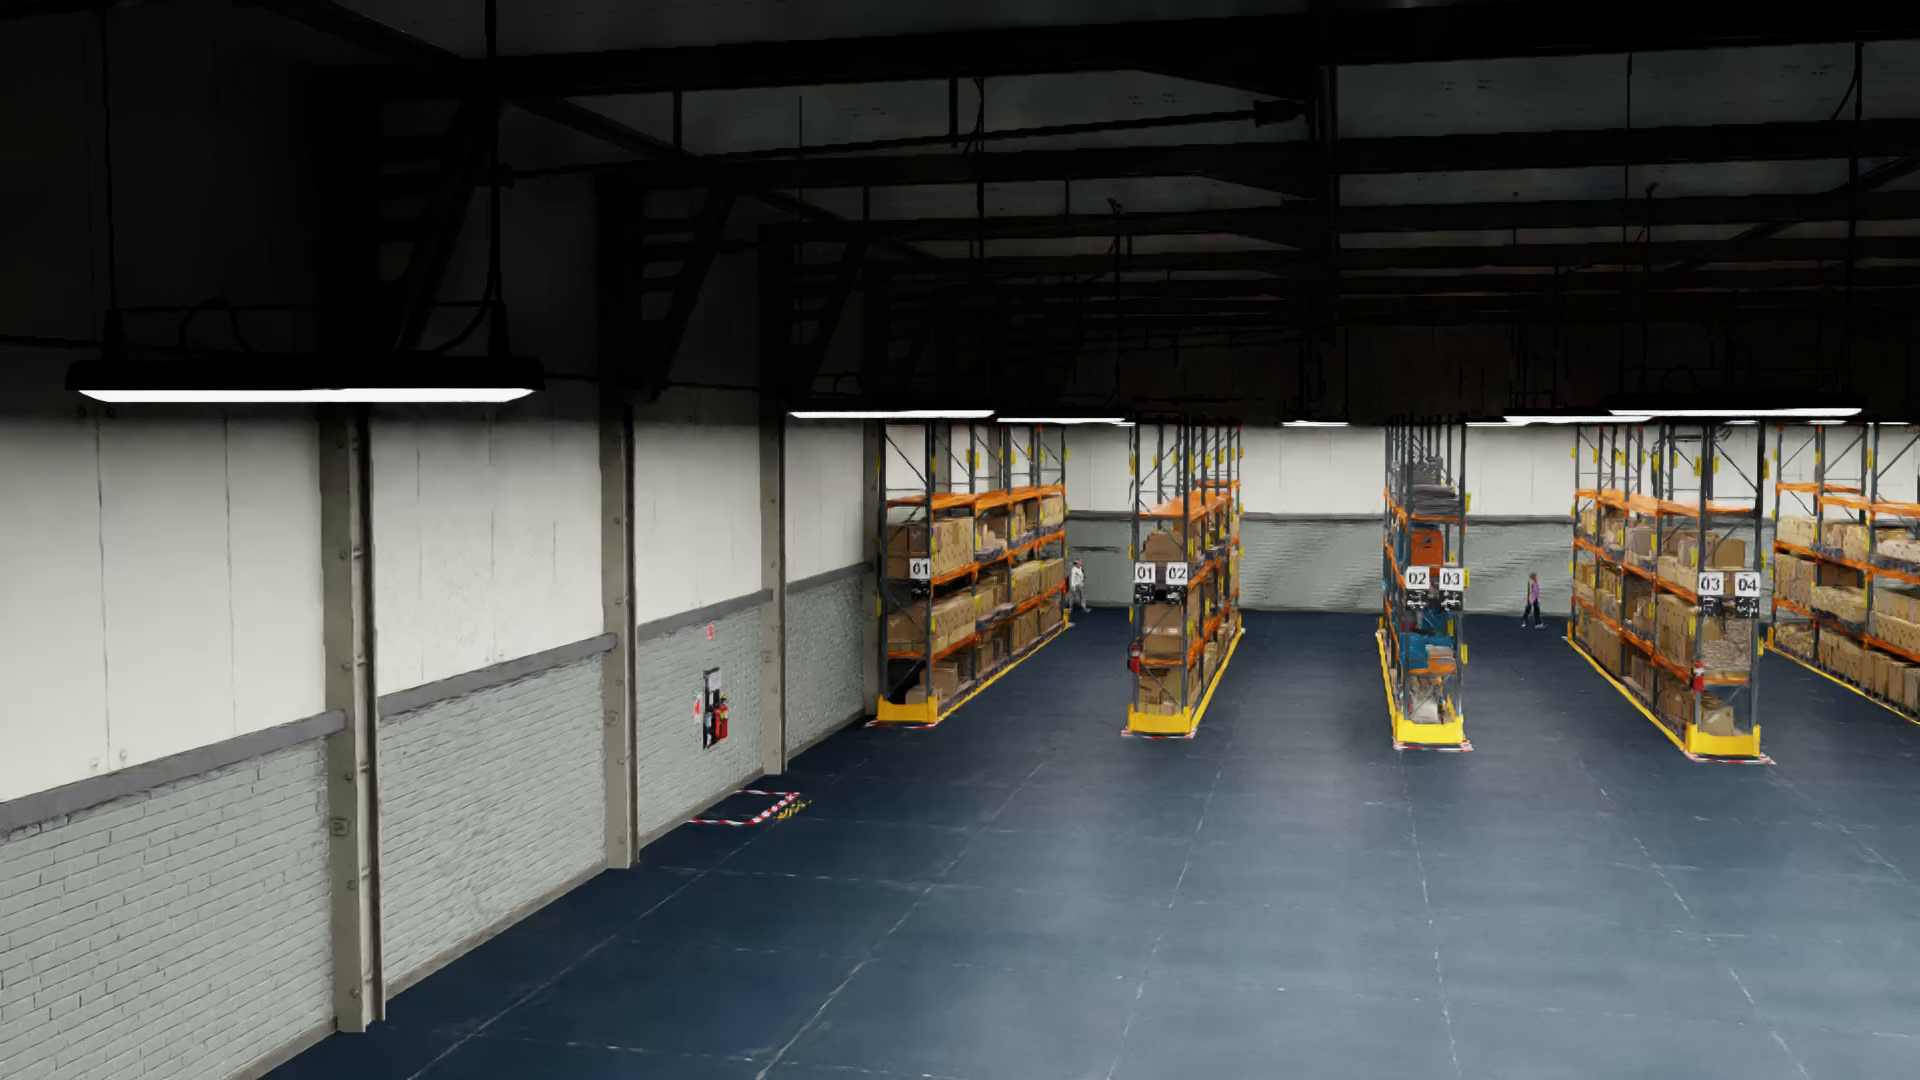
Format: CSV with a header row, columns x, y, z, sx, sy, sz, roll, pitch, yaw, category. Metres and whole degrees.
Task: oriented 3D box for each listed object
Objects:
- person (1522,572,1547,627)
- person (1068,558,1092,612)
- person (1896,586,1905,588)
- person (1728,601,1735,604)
x,y,z,sx,sy,sz,roll,pitch,yaw,category
16.433,1.697,47.623,0.636,1.586,0.528,-3,5,-40,person
3.672,1.394,51.513,0.685,1.672,0.553,-3,5,-38,person
24.055,2.007,42.515,0.466,1.667,0.562,1,4,11,person
20.389,1.868,44.058,0.548,1.694,1.011,2,4,24,person
